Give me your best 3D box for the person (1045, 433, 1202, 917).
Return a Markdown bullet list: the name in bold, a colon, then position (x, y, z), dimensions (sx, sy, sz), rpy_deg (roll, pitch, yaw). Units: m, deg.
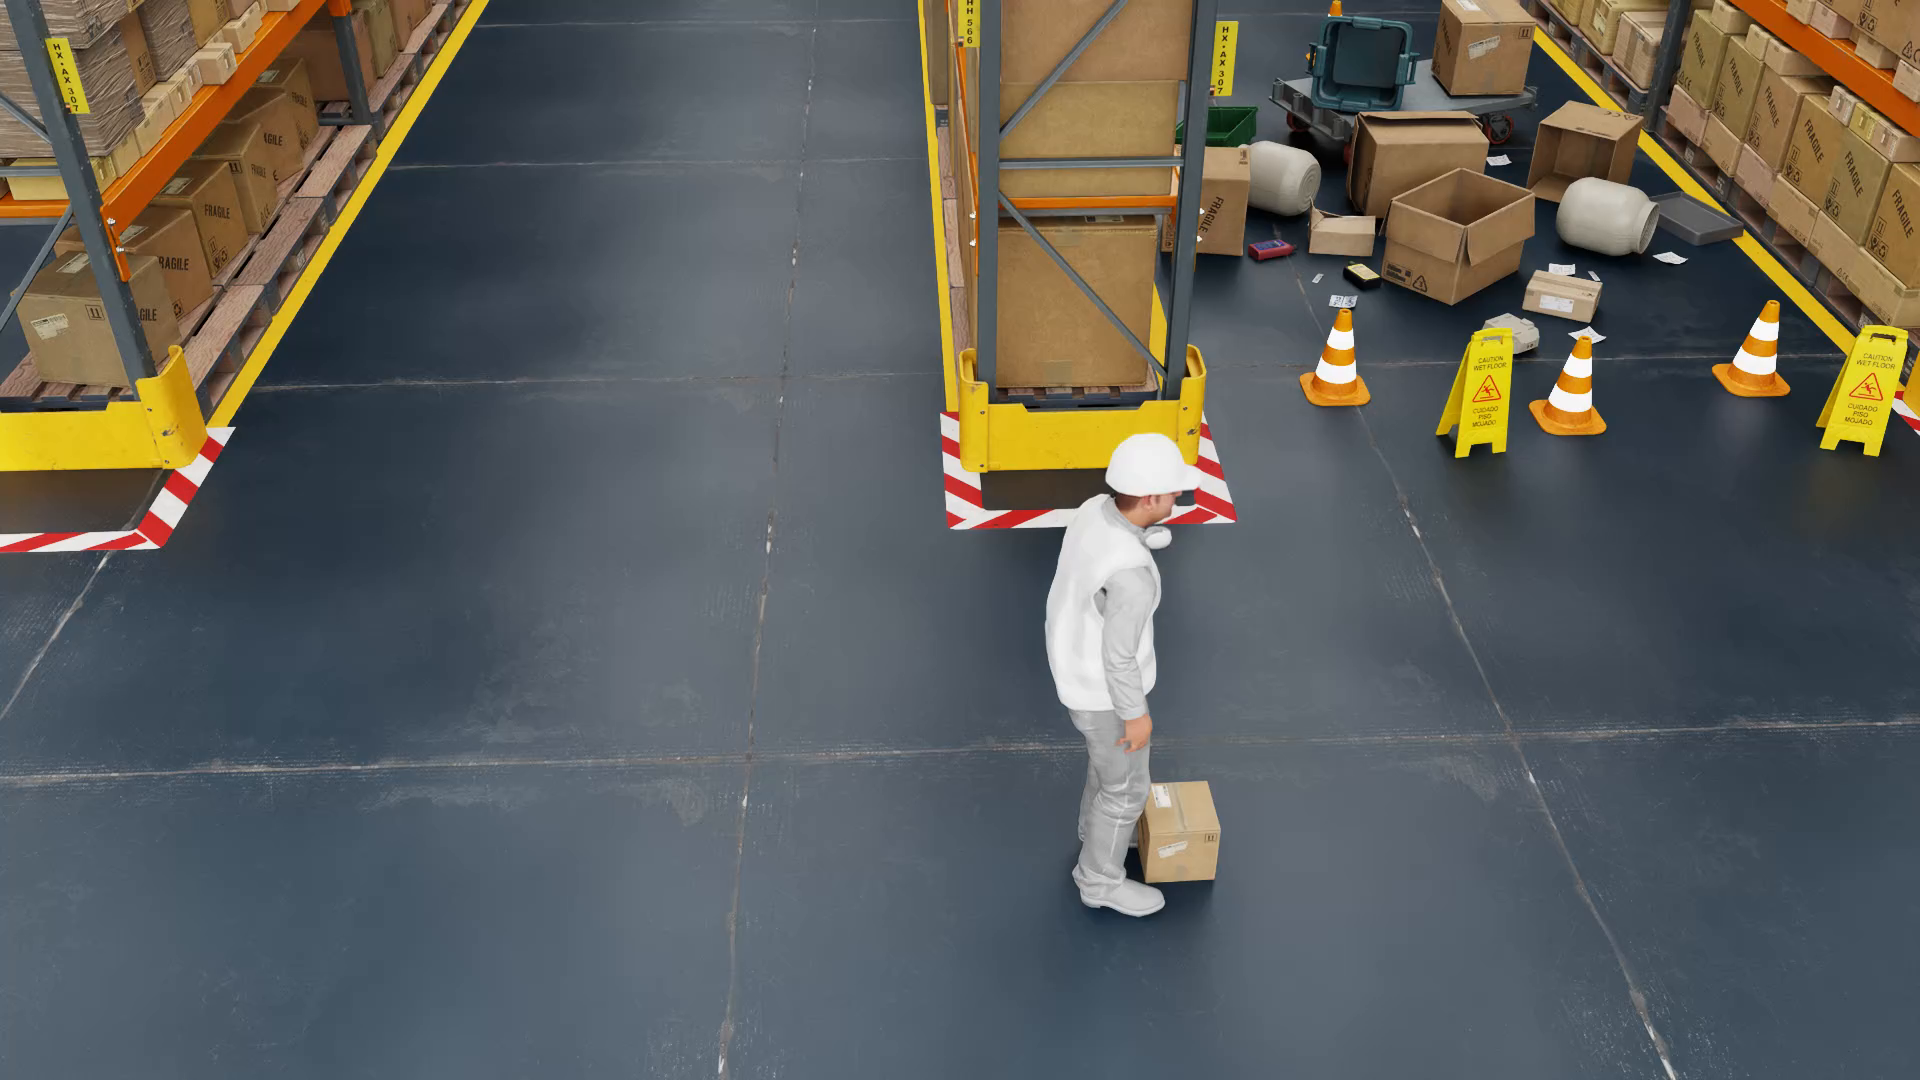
- **person**: position (0.519, 0.433, 5.506), dimensions (0.476, 1.769, 0.577), rpy_deg (-3, 35, -5)
